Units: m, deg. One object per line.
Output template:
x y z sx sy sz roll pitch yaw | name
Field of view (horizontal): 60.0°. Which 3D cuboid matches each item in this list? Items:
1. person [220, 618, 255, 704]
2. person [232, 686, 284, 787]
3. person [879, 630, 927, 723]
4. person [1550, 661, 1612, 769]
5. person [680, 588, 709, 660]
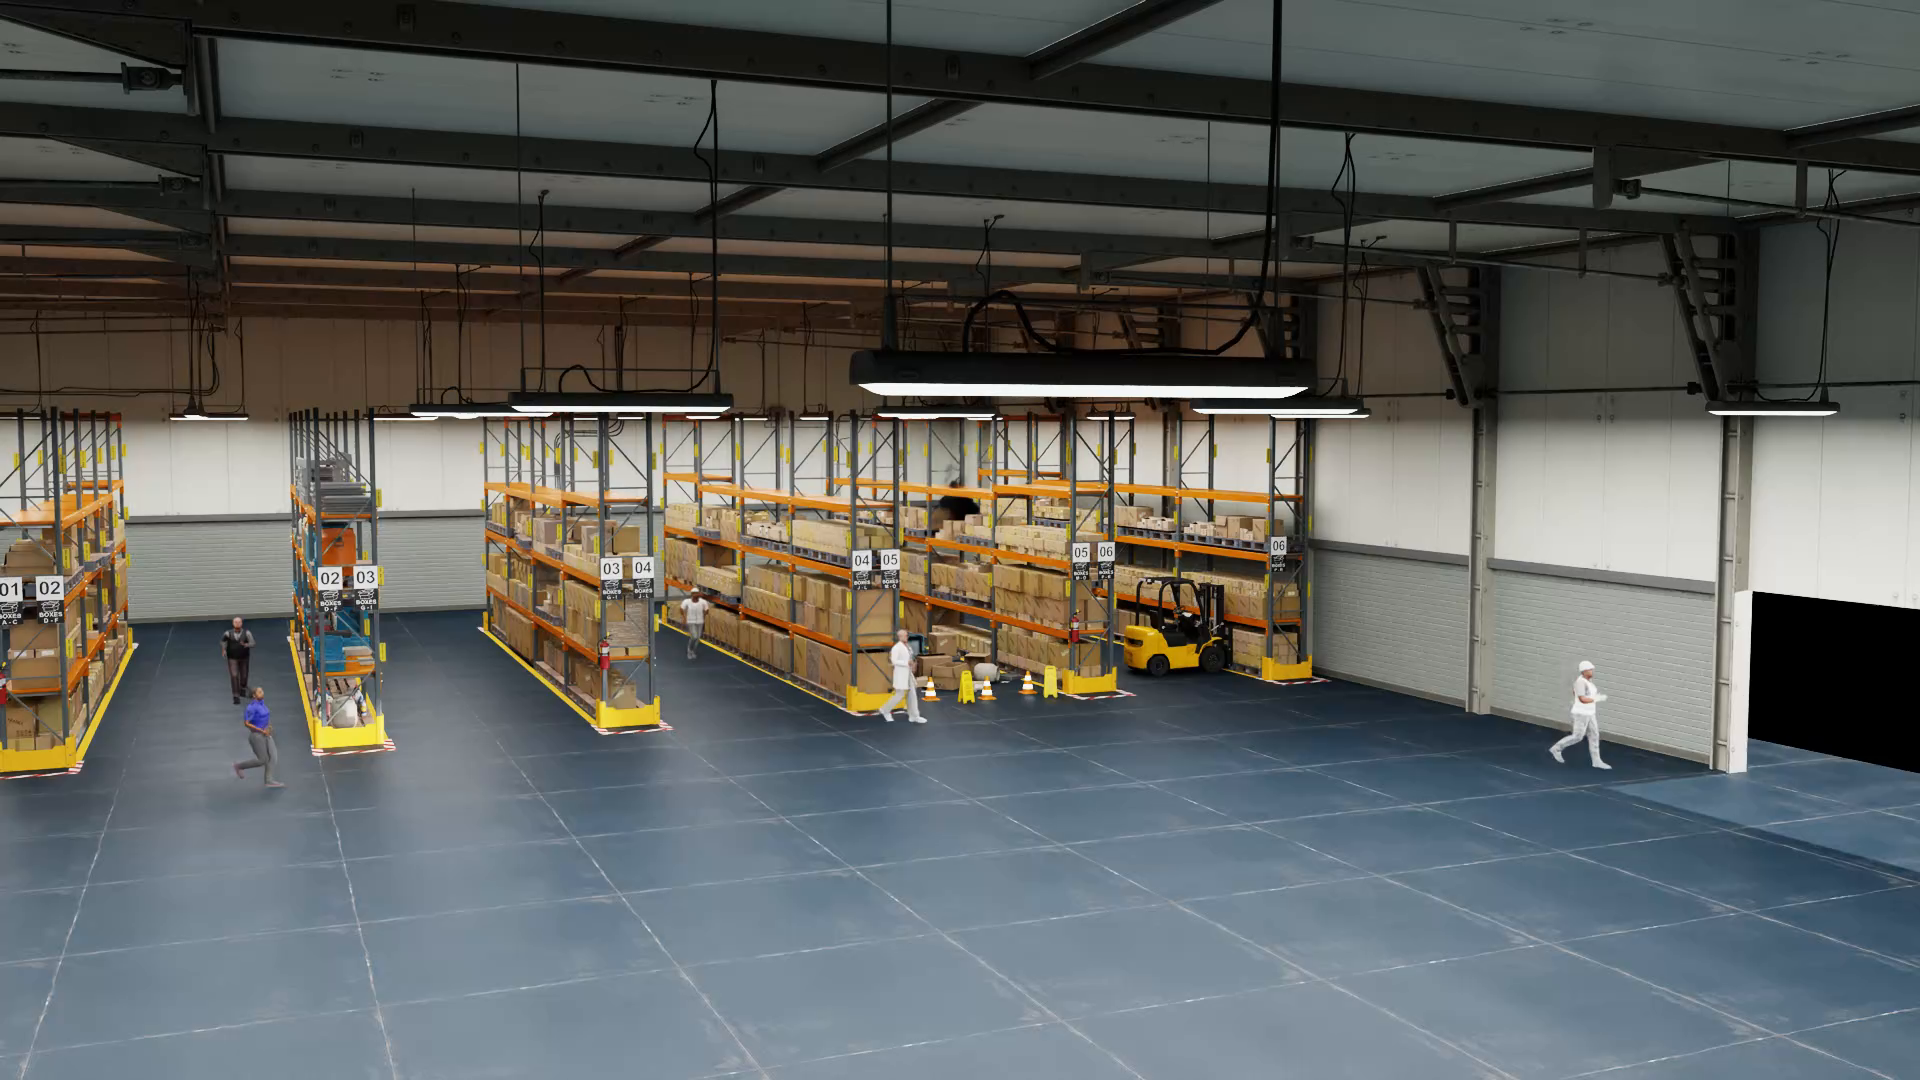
-14.799 2.449 34.103 0.652 1.716 0.960 -2 4 -27 | person
-11.032 3.091 26.159 0.768 1.614 0.593 0 4 2 | person
-1.068 2.596 31.664 0.903 1.773 0.726 2 4 26 | person
10.292 2.875 27.511 0.984 1.765 0.685 3 5 35 | person
-6.396 2.033 40.286 0.668 1.767 0.679 -2 4 -23 | person
